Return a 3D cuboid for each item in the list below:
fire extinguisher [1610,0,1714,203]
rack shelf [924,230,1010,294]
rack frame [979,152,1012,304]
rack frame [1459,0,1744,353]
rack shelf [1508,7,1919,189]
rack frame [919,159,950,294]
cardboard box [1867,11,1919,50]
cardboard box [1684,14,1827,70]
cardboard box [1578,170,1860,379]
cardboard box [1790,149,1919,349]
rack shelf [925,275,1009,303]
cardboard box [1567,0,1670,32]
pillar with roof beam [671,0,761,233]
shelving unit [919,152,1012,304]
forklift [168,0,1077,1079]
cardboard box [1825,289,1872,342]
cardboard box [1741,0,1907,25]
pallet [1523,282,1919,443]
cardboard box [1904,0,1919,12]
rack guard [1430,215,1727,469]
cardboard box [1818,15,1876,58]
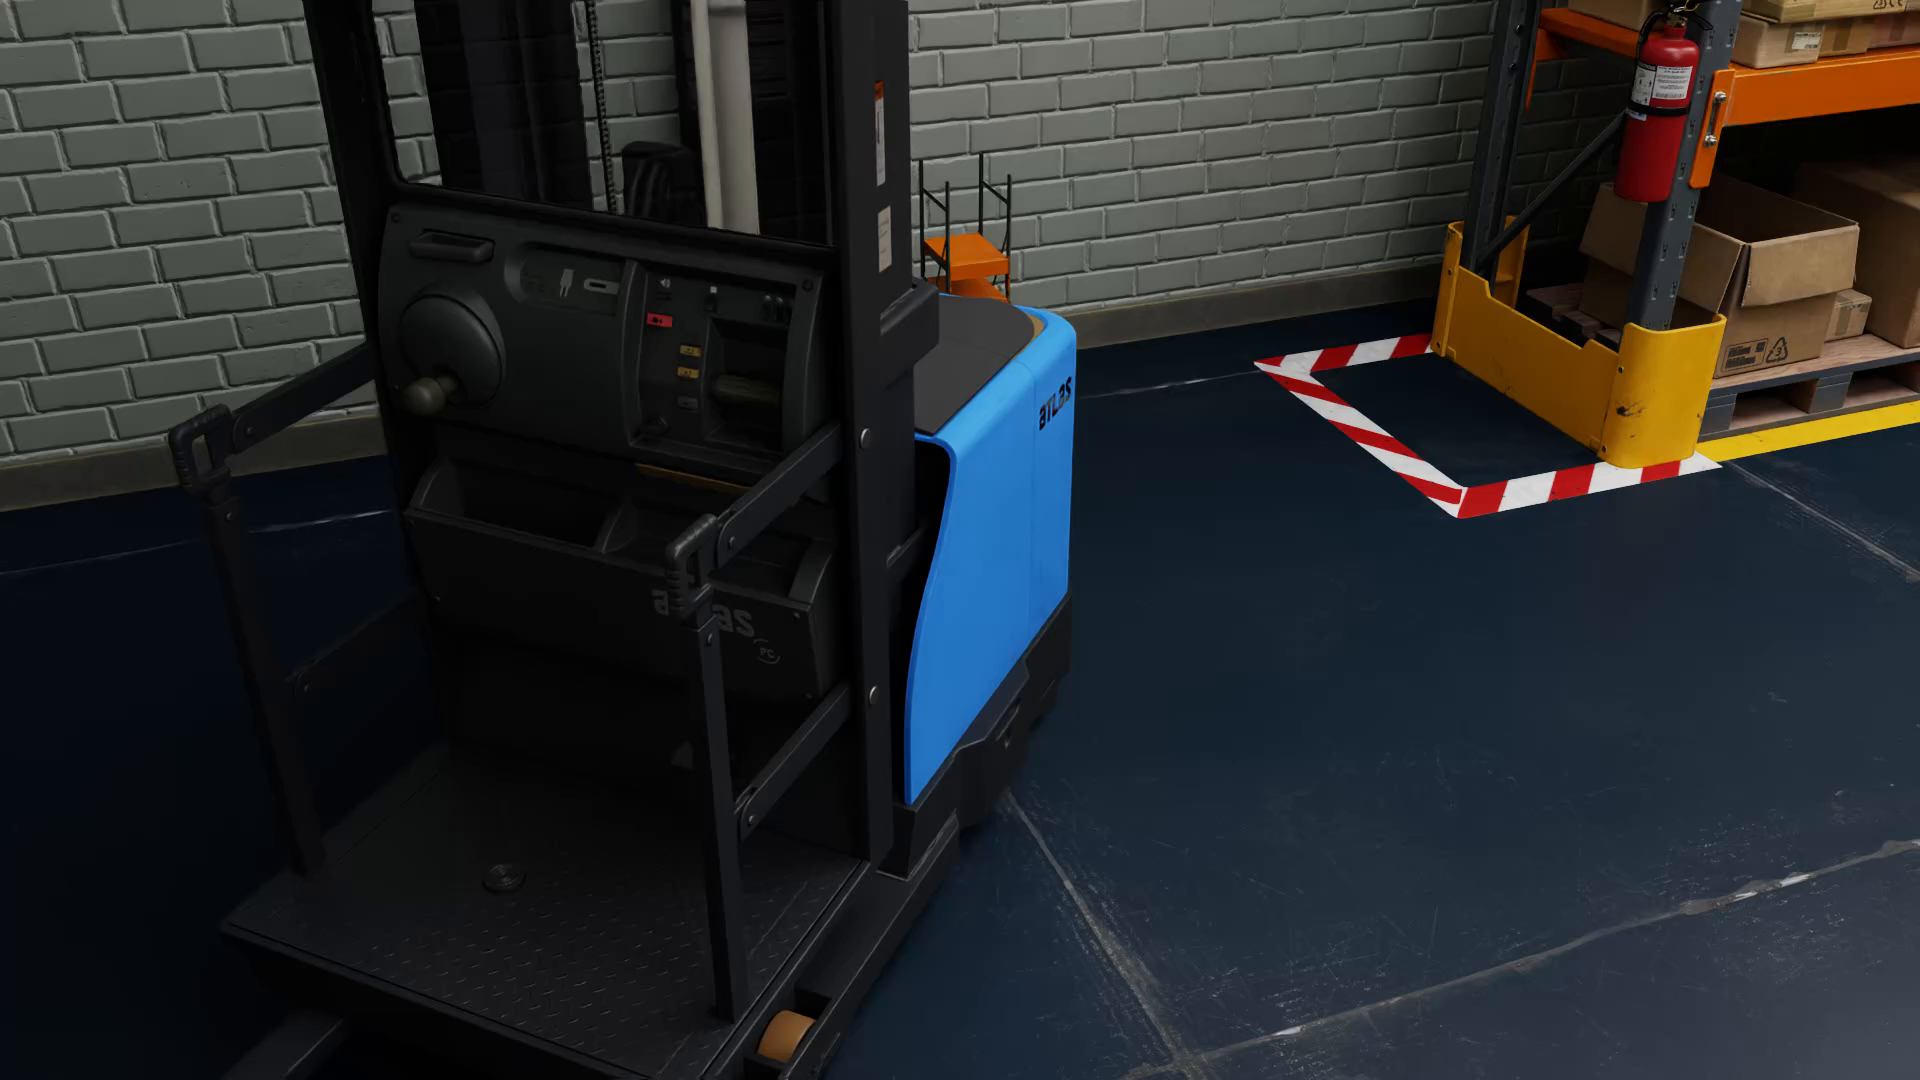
[{"bbox_3d":[2.159,-1.388,5.111,0.183,0.674,0.296,-10,31,-18],"label":"fire extinguisher"},{"bbox_3d":[0.014,-0.798,4.801,0.180,0.103,0.258,-10,31,-18],"label":"rack shelf"},{"bbox_3d":[0.099,-0.540,4.985,0.006,1.200,0.240,-10,31,-18],"label":"rack frame"},{"bbox_3d":[2.136,-1.823,5.420,0.127,3.000,1.000,-10,31,-18],"label":"rack frame"},{"bbox_3d":[4.010,-1.856,6.204,4.000,0.370,1.077,-10,31,-18],"label":"rack shelf"},{"bbox_3d":[-0.072,-0.508,4.930,0.006,1.200,0.240,-10,31,-18],"label":"rack frame"},{"bbox_3d":[2.996,-1.771,5.581,0.250,0.149,0.380,-11,31,-18],"label":"cardboard box"},{"bbox_3d":[2.540,-1.644,5.359,0.250,0.149,0.380,-11,31,-18],"label":"cardboard box"},{"bbox_3d":[2.742,-0.983,6.043,0.637,0.503,0.797,-12,32,-20],"label":"cardboard box"},{"bbox_3d":[3.557,-1.111,6.271,0.500,0.500,0.700,-9,31,-16],"label":"cardboard box"},{"bbox_3d":[0.014,-0.694,4.861,0.180,0.103,0.258,-10,31,-18],"label":"rack shelf"},{"bbox_3d":[2.353,-1.896,5.802,0.250,0.149,0.380,-11,31,-18],"label":"cardboard box"},{"bbox_3d":[0.796,-2.386,0.347,0.400,9.000,9.100,-10,31,-18],"label":"pillar with roof beam"},{"bbox_3d":[0.014,-0.524,4.957,0.189,1.200,0.258,-10,31,-18],"label":"shelving unit"},{"bbox_3d":[-0.756,-0.323,2.856,1.130,2.935,3.031,12,32,20],"label":"forklift"},{"bbox_3d":[3.154,-0.884,6.227,0.250,0.149,0.380,-12,32,-20],"label":"cardboard box"},{"bbox_3d":[2.655,-1.841,5.302,0.500,0.250,0.500,-10,31,-17],"label":"cardboard box"},{"bbox_3d":[2.954,-0.763,6.376,1.213,0.211,1.003,-10,31,-18],"label":"pallet"},{"bbox_3d":[3.127,-1.928,5.455,0.500,0.250,0.500,-10,31,-17],"label":"cardboard box"},{"bbox_3d":[2.207,-0.750,6.062,0.348,0.500,1.175,-10,31,-18],"label":"rack guard"},{"bbox_3d":[2.762,-1.709,5.473,0.250,0.149,0.380,-10,31,-16],"label":"cardboard box"}]
